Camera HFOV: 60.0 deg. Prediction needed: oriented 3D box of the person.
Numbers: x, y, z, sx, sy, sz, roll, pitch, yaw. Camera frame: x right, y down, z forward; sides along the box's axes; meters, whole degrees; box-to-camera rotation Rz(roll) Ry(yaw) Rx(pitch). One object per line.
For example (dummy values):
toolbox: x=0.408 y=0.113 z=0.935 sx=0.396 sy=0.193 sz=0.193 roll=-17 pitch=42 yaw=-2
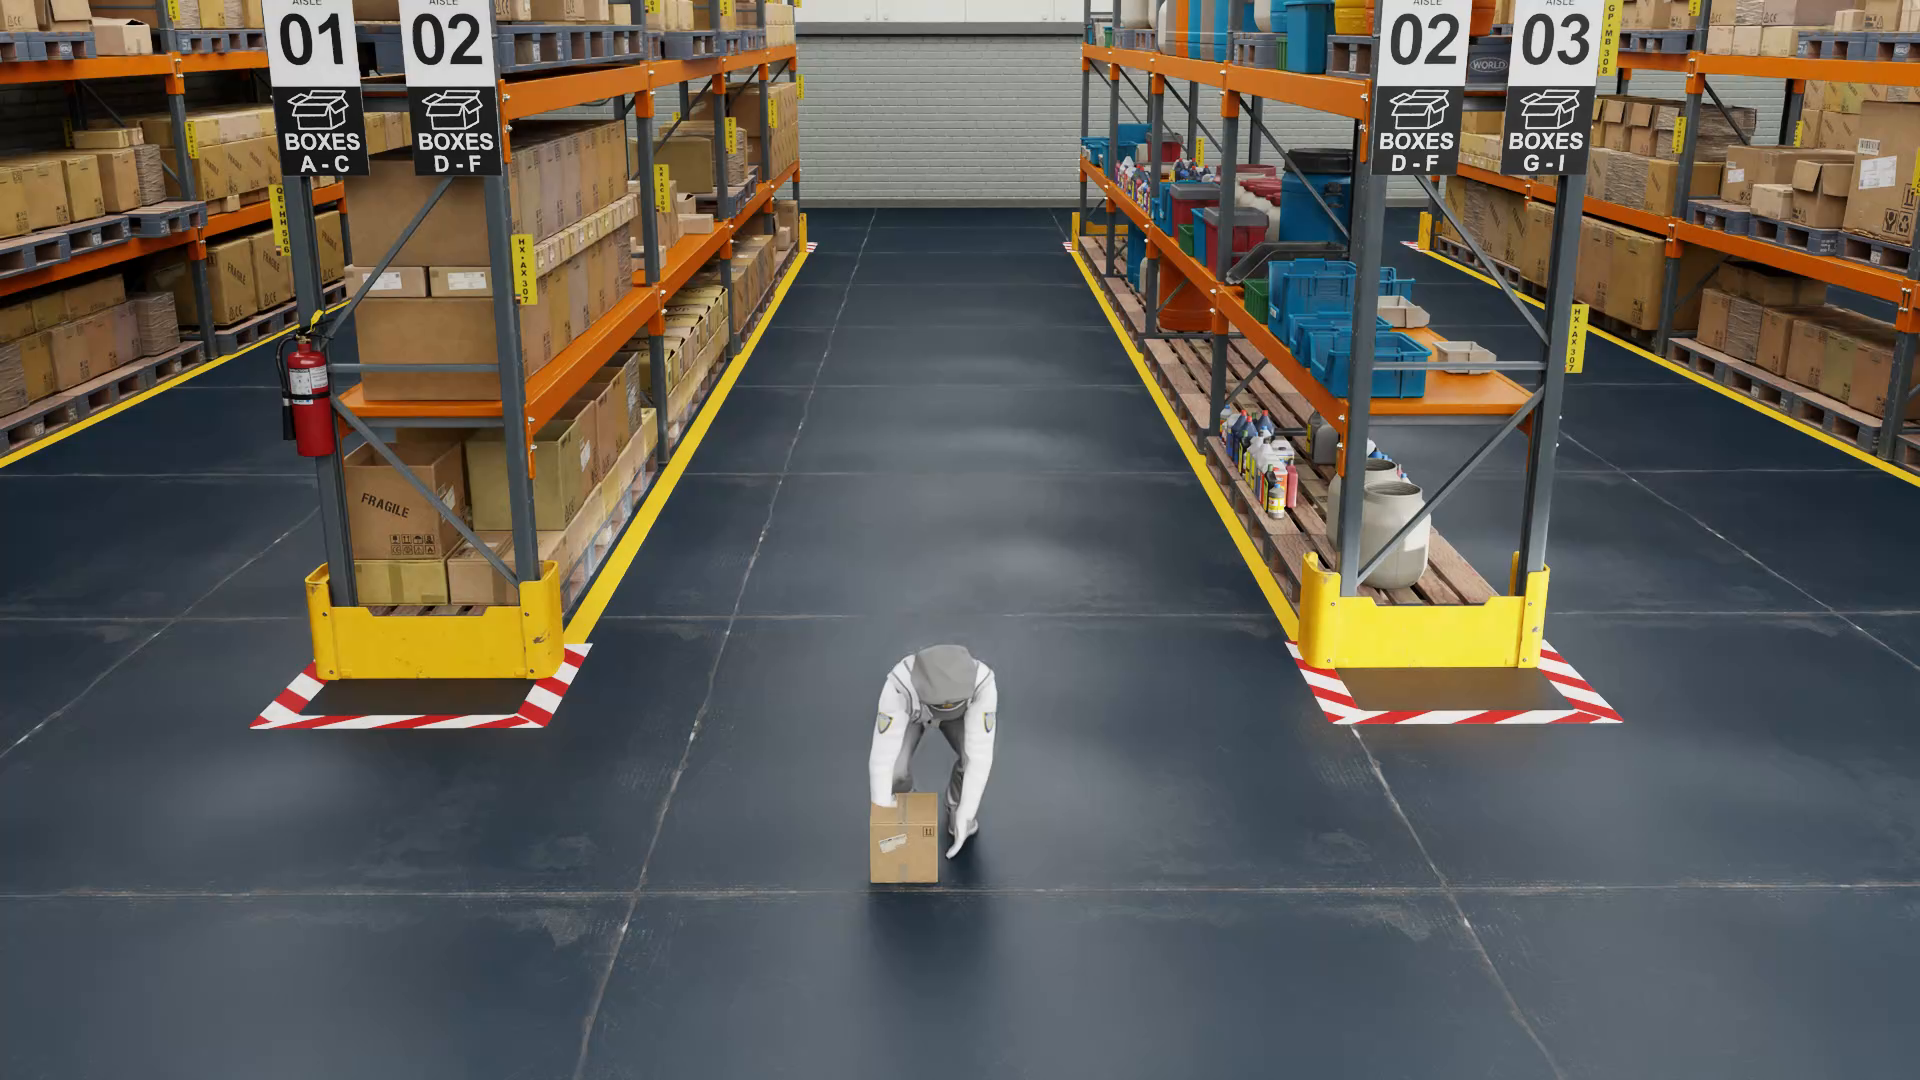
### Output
person: x=-0.104 y=0.741 z=6.462 sx=0.489 sy=0.899 sz=0.857 roll=0 pitch=17 yaw=-1
